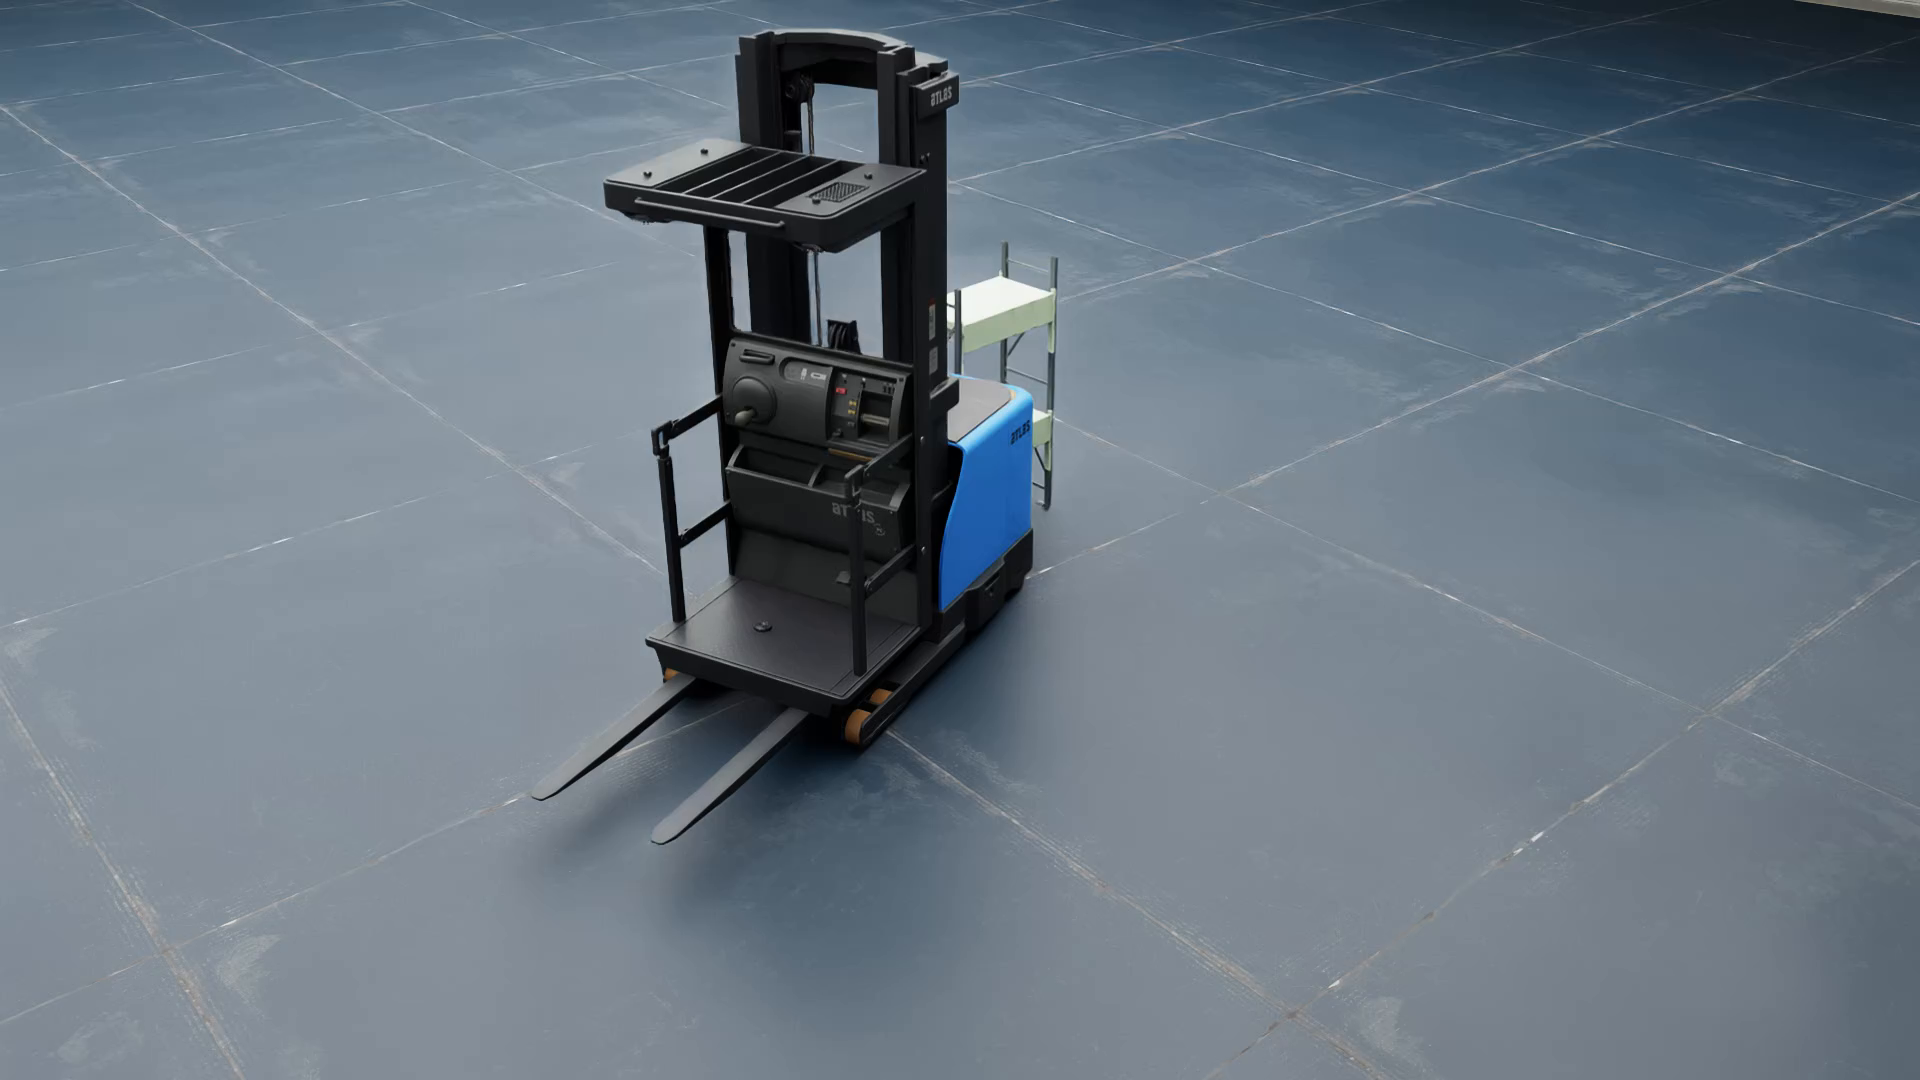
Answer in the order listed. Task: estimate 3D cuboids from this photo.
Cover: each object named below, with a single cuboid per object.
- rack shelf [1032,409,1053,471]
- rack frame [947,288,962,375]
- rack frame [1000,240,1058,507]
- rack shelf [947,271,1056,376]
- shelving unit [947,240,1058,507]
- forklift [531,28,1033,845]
[{"bbox_3d":[0.119,-0.511,9.306,0.431,0.370,0.720,25,37,39],"label":"rack shelf"},{"bbox_3d":[-0.140,-0.676,8.924,0.400,1.500,0.023,25,37,39],"label":"rack frame"},{"bbox_3d":[0.377,-0.920,9.381,0.400,1.500,0.023,25,37,39],"label":"rack frame"},{"bbox_3d":[0.119,-1.142,8.969,0.431,0.370,0.720,25,37,39],"label":"rack shelf"},{"bbox_3d":[0.119,-0.798,9.152,0.431,1.500,0.755,25,37,39],"label":"shelving unit"},{"bbox_3d":[-0.754,-0.602,7.267,1.130,2.935,3.031,14,31,25],"label":"forklift"}]
